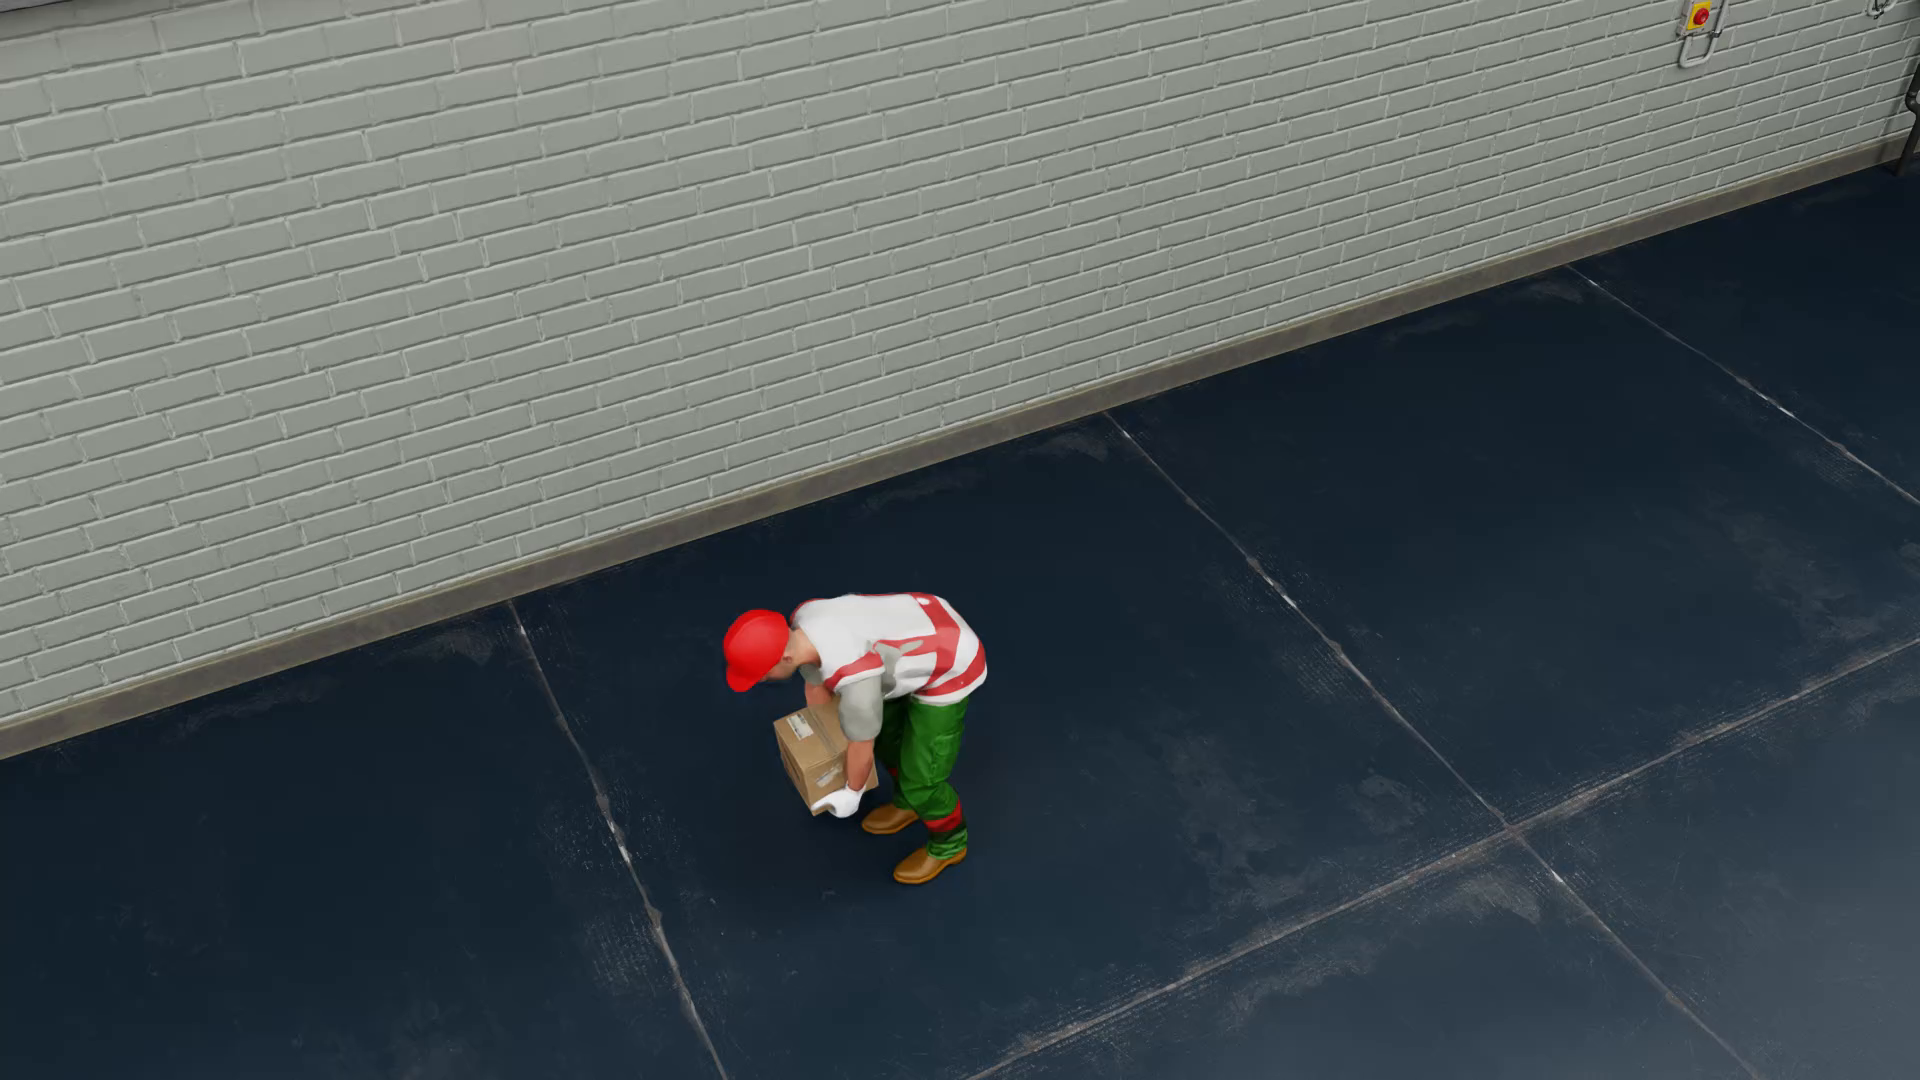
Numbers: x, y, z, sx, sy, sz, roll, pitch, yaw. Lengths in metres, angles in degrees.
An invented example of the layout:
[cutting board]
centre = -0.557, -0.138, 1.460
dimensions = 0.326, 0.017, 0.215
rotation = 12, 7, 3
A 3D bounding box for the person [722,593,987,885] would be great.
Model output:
[person]
centre = -0.342, 0.656, 5.675
dimensions = 0.887, 1.402, 0.484
rotation = -20, 45, -21
